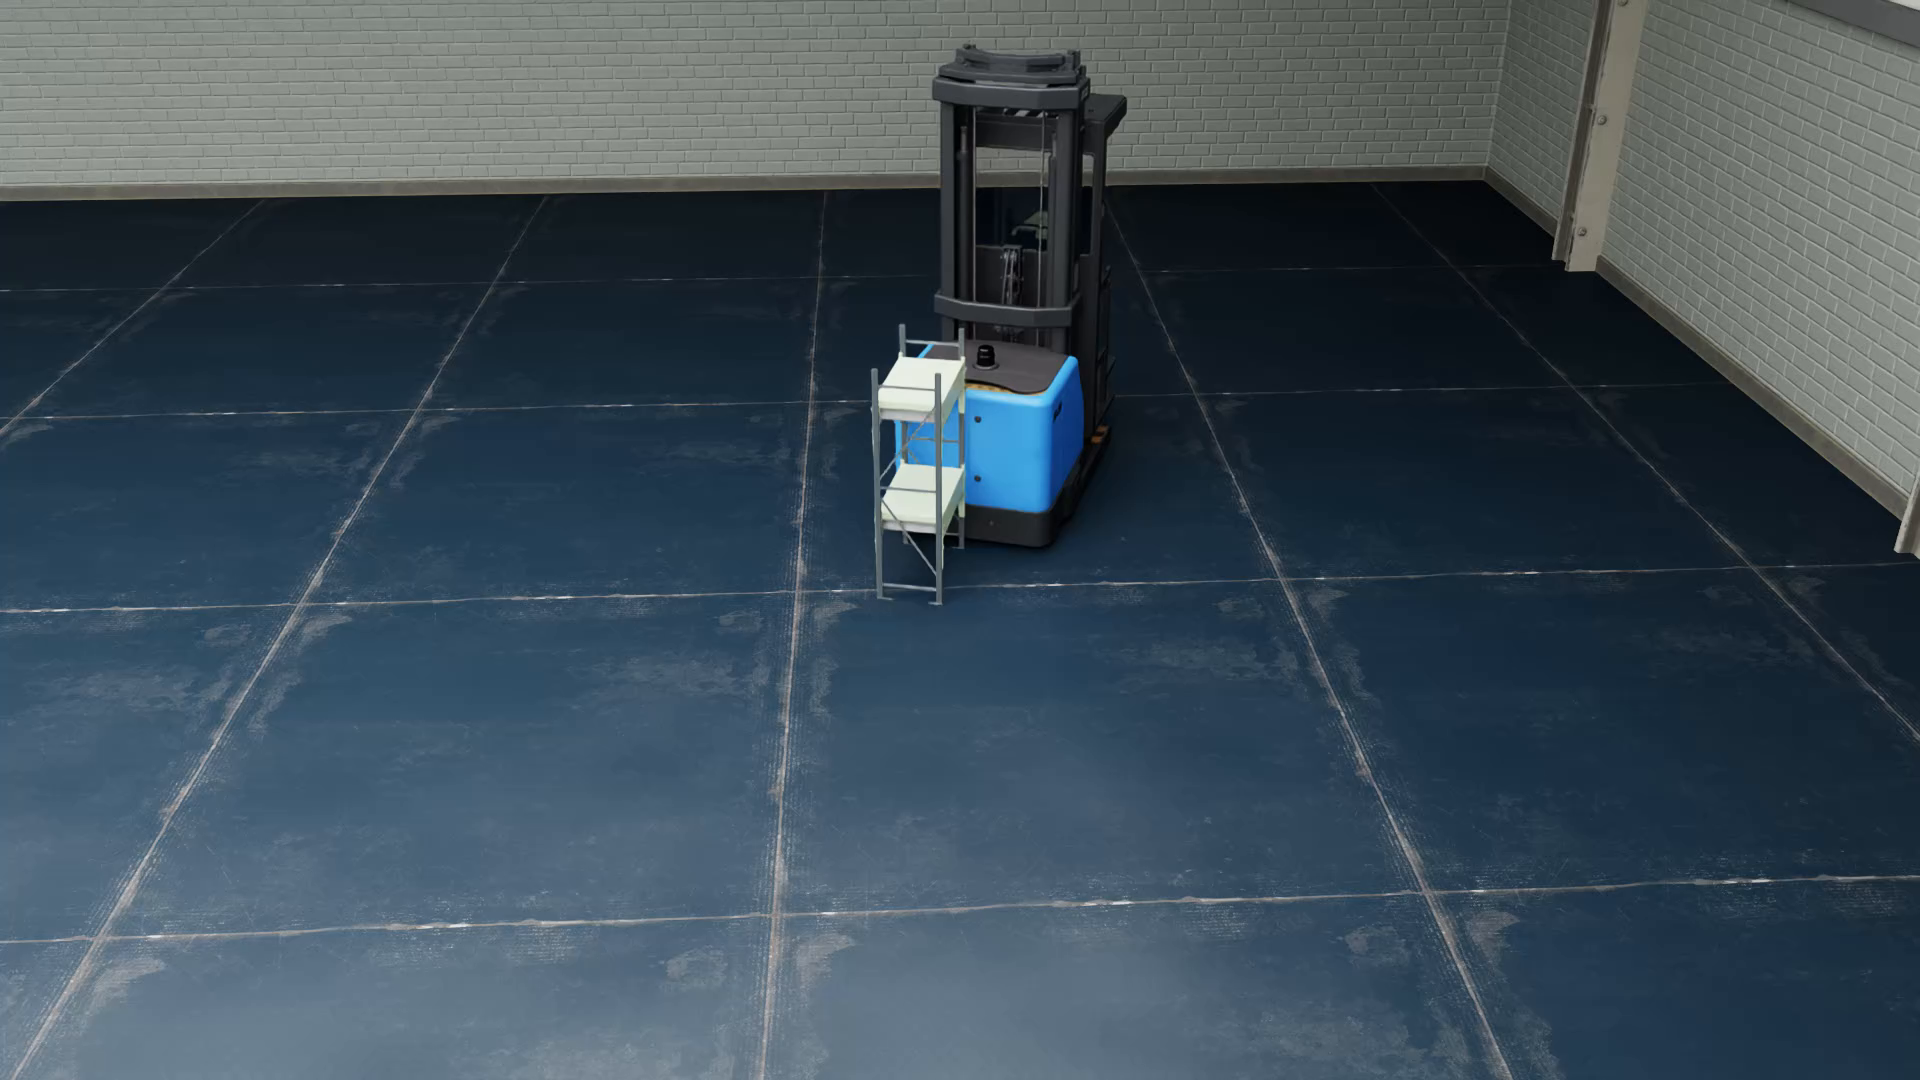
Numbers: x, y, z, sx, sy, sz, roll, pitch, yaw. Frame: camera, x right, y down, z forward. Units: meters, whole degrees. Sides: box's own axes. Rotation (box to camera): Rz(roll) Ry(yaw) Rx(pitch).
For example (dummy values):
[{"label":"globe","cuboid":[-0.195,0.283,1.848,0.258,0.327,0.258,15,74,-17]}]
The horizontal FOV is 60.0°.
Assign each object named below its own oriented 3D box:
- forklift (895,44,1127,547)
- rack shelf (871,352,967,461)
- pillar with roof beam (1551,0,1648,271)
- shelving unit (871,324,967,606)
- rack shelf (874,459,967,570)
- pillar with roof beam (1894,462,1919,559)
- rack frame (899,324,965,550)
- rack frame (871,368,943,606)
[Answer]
[{"label":"forklift","cuboid":[0.475,-1.920,11.324,1.130,2.935,3.031,8,29,14]},{"label":"rack shelf","cuboid":[-0.237,-0.802,9.885,0.431,0.370,0.720,5,28,9]},{"label":"pillar with roof beam","cuboid":[1.559,-6.513,13.568,9.100,9.000,0.400,-1,28,-3]},{"label":"shelving unit","cuboid":[-0.237,-0.456,10.065,0.431,1.500,0.755,5,28,9]},{"label":"rack shelf","cuboid":[-0.237,-0.167,10.216,0.431,0.370,0.720,5,28,9]},{"label":"pillar with roof beam","cuboid":[1.873,-3.742,8.255,9.100,9.000,0.400,-1,28,-3]},{"label":"rack frame","cuboid":[-0.169,-0.623,10.384,0.400,1.500,0.023,5,28,9]},{"label":"rack frame","cuboid":[-0.304,-0.290,9.746,0.400,1.500,0.023,5,28,9]}]
